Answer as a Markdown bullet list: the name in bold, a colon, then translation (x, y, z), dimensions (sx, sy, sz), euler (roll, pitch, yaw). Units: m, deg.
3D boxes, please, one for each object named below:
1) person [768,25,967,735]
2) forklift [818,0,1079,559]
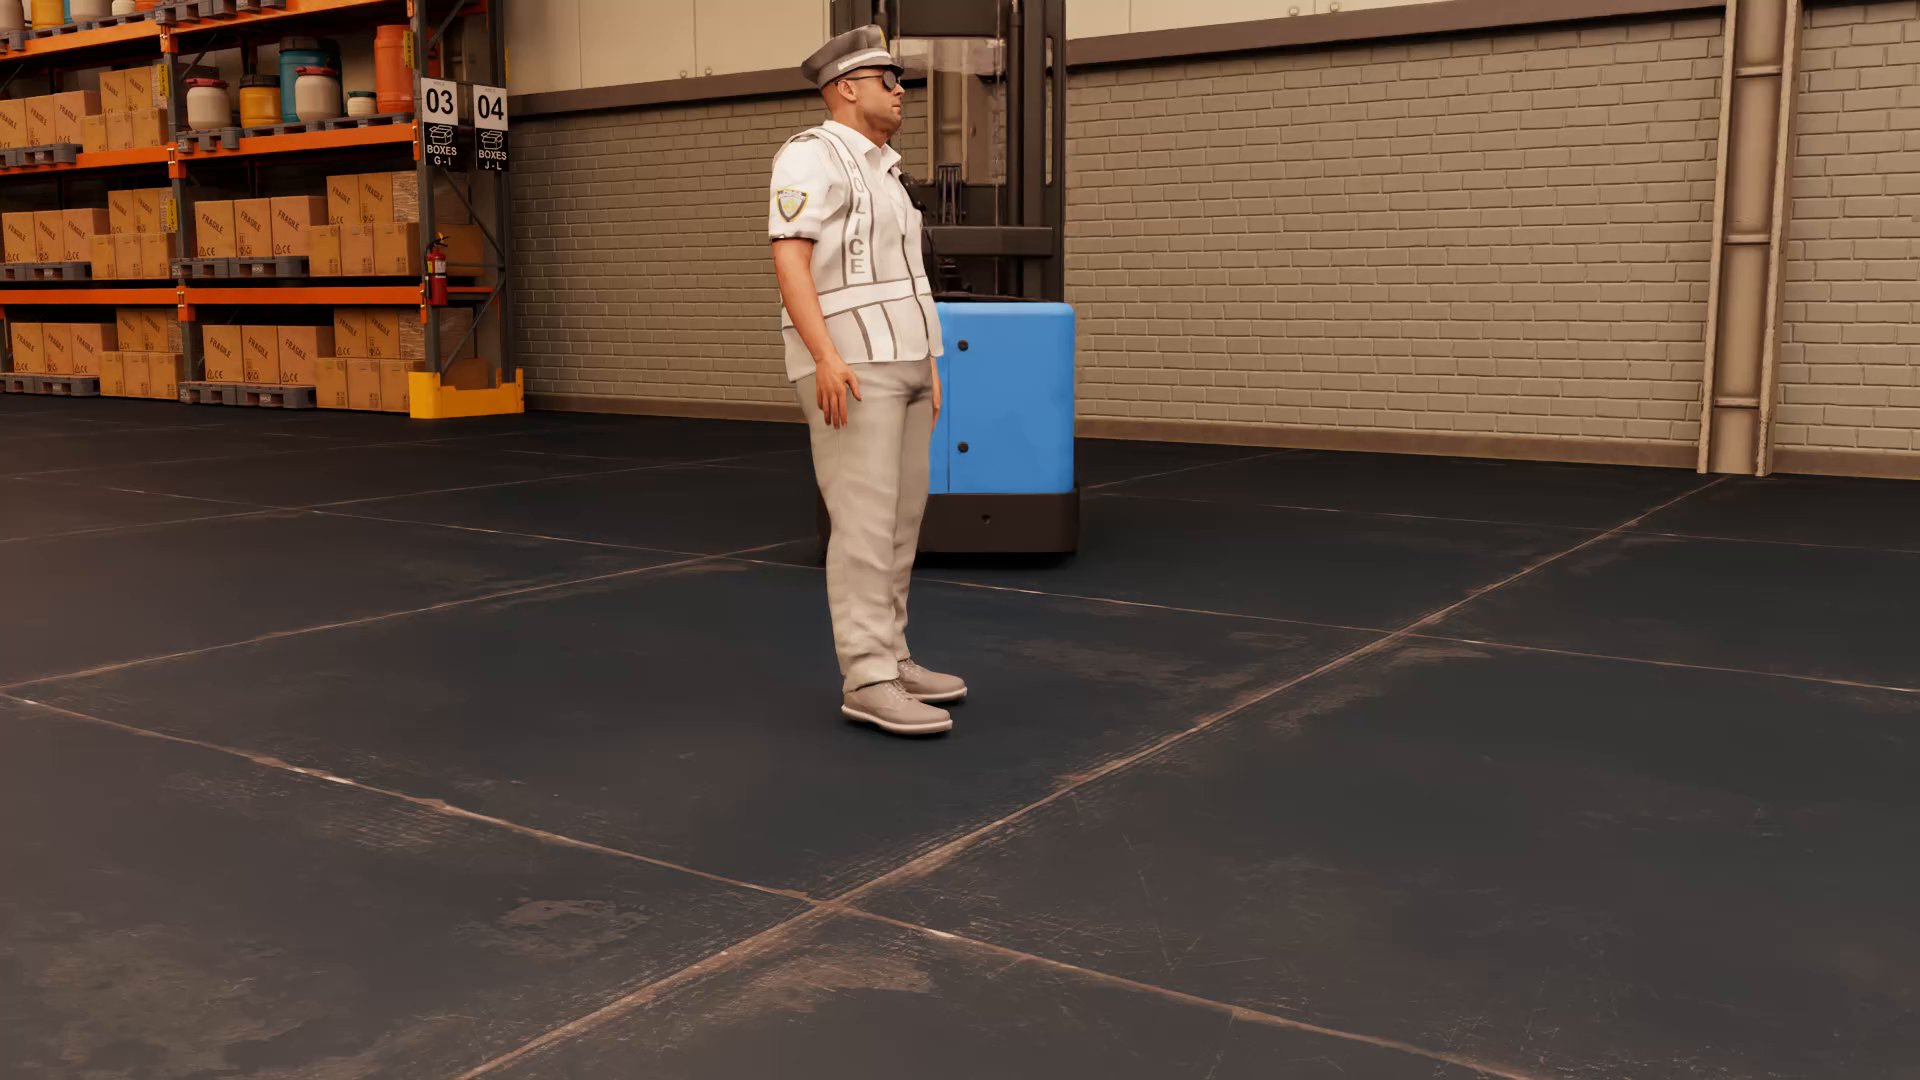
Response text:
- **person**: translation (-0.174, -0.447, 4.365), dimensions (0.575, 1.781, 0.642), euler (4, 9, 25)
- **forklift**: translation (-0.056, -1.541, 8.032), dimensions (1.130, 2.935, 3.031), euler (0, 8, 0)
